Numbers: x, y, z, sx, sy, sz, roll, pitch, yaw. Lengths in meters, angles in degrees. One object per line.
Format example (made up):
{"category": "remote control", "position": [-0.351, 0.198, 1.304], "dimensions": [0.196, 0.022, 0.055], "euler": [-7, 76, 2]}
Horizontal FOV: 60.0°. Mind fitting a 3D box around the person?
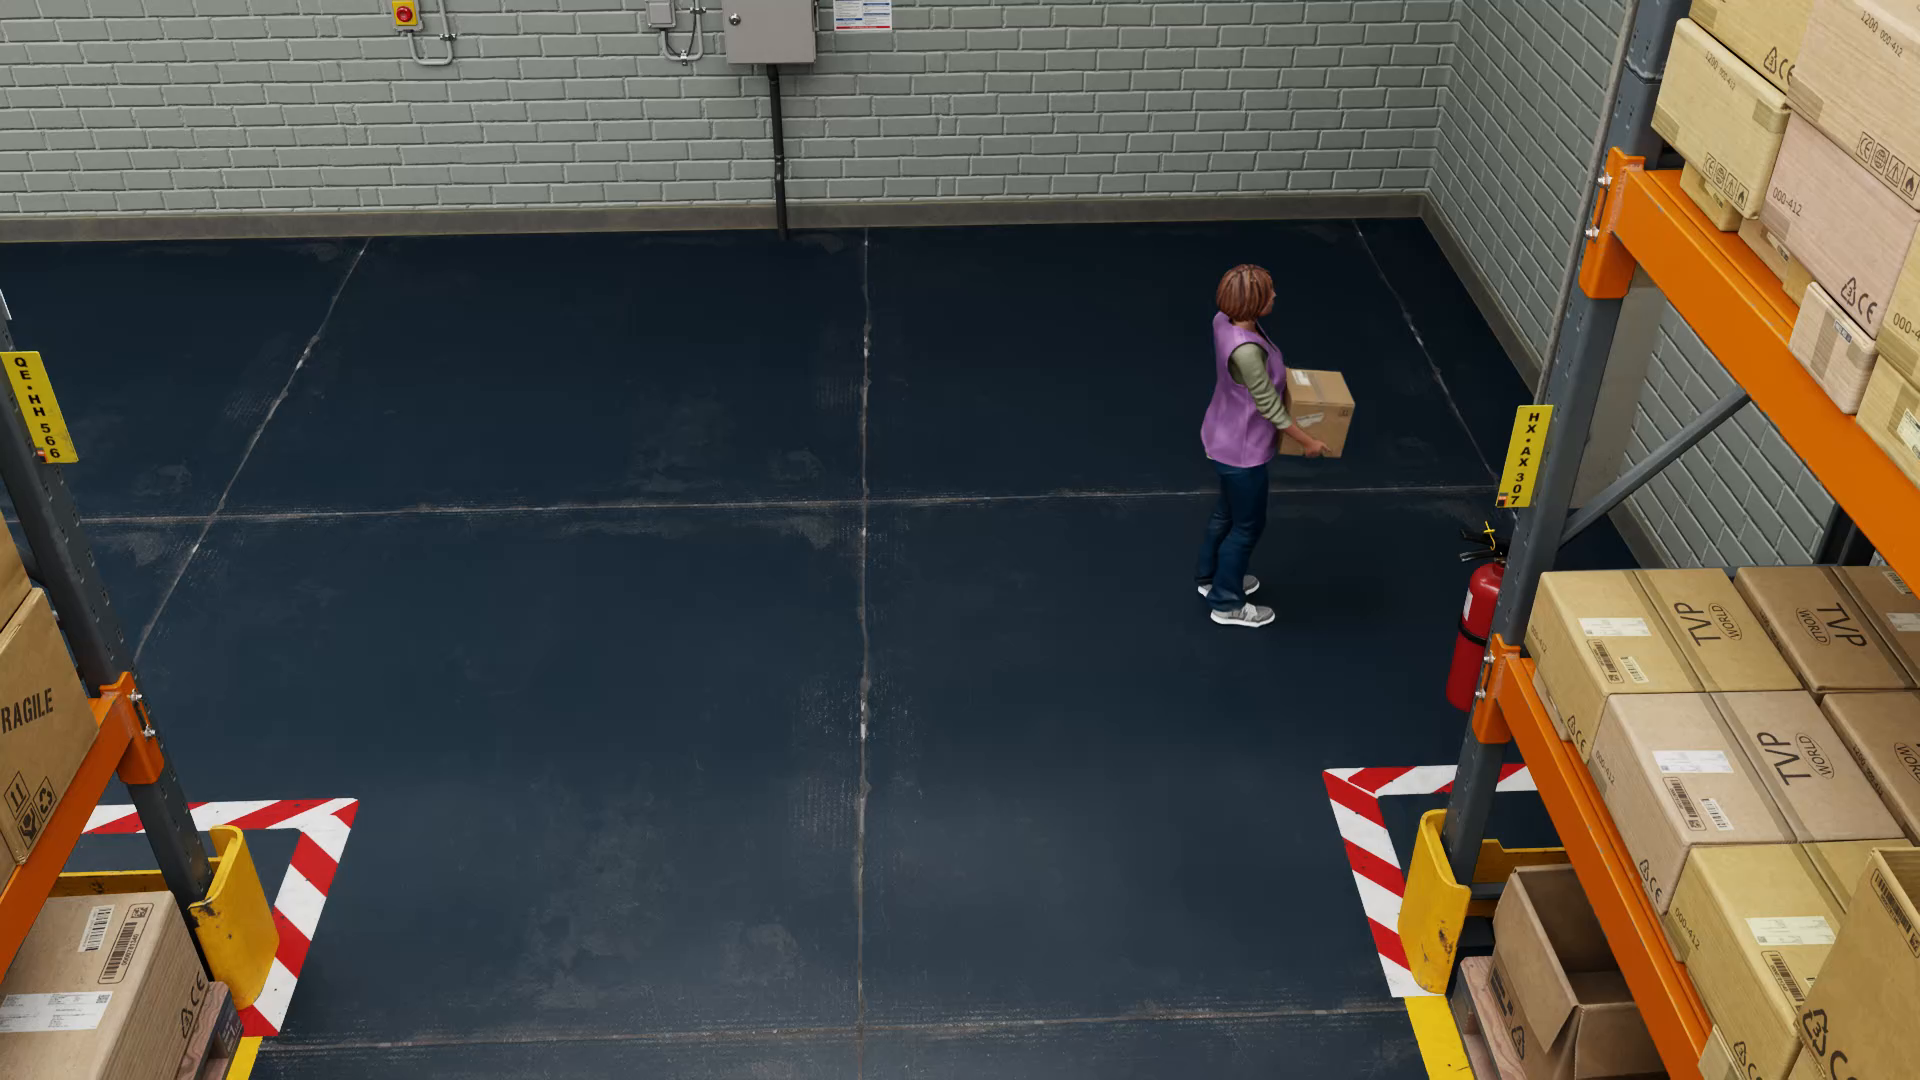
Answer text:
{"category": "person", "position": [1.194, -0.383, 6.682], "dimensions": [0.461, 1.601, 0.443], "euler": [-3, 36, -4]}
